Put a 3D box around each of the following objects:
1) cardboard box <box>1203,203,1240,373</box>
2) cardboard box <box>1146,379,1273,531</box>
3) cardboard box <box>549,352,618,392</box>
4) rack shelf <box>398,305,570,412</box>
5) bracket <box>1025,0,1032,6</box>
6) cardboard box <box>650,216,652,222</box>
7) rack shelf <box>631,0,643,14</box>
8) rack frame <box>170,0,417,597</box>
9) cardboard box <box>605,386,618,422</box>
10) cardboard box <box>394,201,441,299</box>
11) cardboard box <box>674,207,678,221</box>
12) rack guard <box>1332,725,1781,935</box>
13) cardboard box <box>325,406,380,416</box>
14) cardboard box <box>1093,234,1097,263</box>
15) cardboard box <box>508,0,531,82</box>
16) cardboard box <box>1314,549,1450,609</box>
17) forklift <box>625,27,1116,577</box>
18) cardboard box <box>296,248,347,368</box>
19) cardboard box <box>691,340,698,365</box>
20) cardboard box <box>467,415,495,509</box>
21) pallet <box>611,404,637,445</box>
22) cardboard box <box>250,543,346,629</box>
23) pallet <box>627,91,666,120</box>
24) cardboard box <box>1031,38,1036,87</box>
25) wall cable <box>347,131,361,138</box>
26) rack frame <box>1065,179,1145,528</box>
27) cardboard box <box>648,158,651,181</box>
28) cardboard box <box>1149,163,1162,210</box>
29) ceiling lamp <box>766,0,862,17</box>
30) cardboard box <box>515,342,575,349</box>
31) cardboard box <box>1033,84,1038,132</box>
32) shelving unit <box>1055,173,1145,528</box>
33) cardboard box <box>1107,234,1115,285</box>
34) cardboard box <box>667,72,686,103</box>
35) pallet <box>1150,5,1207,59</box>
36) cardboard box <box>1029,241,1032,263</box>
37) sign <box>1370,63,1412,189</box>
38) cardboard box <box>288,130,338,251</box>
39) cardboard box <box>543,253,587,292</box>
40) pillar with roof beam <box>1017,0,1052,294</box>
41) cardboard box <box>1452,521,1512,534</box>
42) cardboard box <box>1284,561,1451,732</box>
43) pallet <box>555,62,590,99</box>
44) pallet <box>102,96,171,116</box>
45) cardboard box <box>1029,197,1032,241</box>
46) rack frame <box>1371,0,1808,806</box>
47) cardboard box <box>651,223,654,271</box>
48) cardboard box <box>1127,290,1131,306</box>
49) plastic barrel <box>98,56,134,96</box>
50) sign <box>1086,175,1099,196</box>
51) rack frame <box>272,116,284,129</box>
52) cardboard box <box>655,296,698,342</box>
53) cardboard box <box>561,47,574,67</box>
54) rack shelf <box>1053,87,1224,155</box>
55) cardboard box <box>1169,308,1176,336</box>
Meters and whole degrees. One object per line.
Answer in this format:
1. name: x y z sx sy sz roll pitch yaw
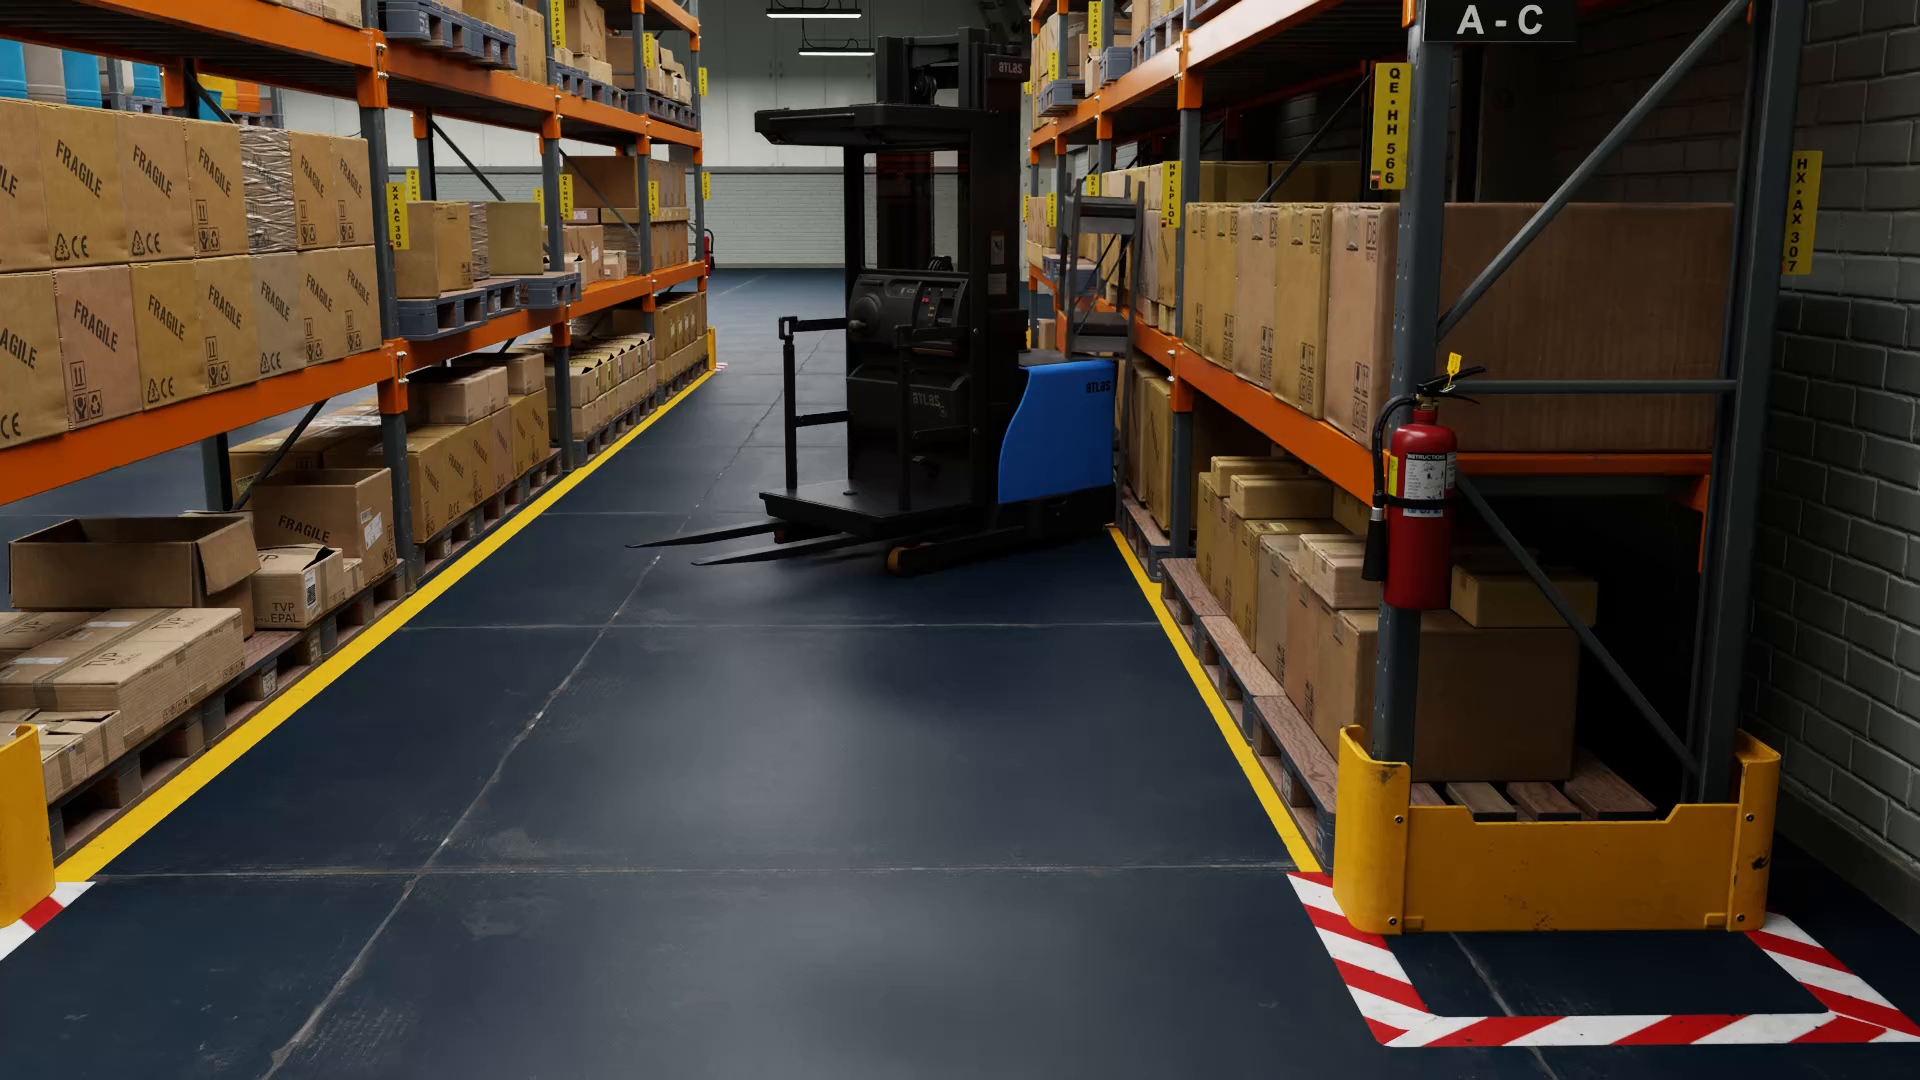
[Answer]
1. cardboard box: 1.609 -1.100 7.181 0.980 0.700 0.700 -1 11 -3
2. cardboard box: 1.461 -0.487 9.265 0.750 0.750 0.750 0 11 0
3. cardboard box: -3.175 -1.424 13.983 0.500 0.311 0.500 -1 11 -3
4. rack shelf: -3.389 -1.230 10.386 1.077 0.370 4.000 0 11 -1
5. bracket: 1.518 -11.654 35.817 0.235 0.232 0.430 0 11 -1
6. cardboard box: -3.338 -3.297 16.885 0.380 0.149 0.250 -1 11 -3
7. rack shelf: -3.472 -4.769 13.748 1.077 0.370 4.000 0 11 -1
8. rack frame: -3.348 -1.185 8.354 1.000 3.000 0.127 0 11 -1
9. cardboard box: -3.176 -1.147 14.026 0.500 0.250 0.500 -1 11 -3
10. cardboard box: -3.134 -1.535 8.771 0.700 0.500 0.500 -4 12 -20
11. cardboard box: -3.377 -3.657 18.657 0.380 0.149 0.250 0 11 1
12. rack guard: 1.688 0.819 4.764 1.175 0.500 0.348 0 11 -1
13. cardboard box: -3.669 -0.571 10.511 0.500 0.500 0.500 -1 11 -3
14. cardboard box: 1.463 -2.470 13.331 0.700 0.500 0.500 -1 12 -7
15. cardboard box: -3.377 -3.311 11.039 0.910 0.500 0.500 0 11 -1
16. cardboard box: 1.388 0.127 5.487 0.380 0.149 0.250 0 11 -2
17. forklift: -0.453 -1.350 9.343 3.031 2.935 1.130 -11 16 -43
18. cardboard box: -3.069 -1.033 7.355 0.500 0.500 0.500 0 11 0
19. cardboard box: -3.255 -2.124 18.845 0.500 0.250 0.500 0 11 -1
20. cardboard box: -3.139 -0.478 10.050 0.500 0.500 0.500 0 11 0
21. pallet: -3.431 -1.019 14.551 1.003 0.211 1.213 0 11 -1
22. cardboard box: -3.037 0.179 7.291 0.500 0.311 0.500 0 11 -1
23. pallet: -3.557 -4.371 16.739 1.003 0.211 1.213 0 11 -1
24. cardboard box: 1.081 -5.433 18.932 0.500 0.500 0.500 0 11 -2
25. wall cable: -19.124 -14.523 50.460 2.305 6.003 0.169 0 11 -1
26. rack frame: 0.831 -1.089 9.974 0.400 2.100 0.015 1 16 -4
27. cardboard box: -3.541 -3.648 16.984 0.700 0.500 0.500 0 11 -1
28. cardboard box: 1.338 -1.971 9.296 0.500 0.250 0.500 0 11 0
29. ceiling lamp: -3.075 -12.620 34.953 2.000 3.185 0.800 0 11 -1
30. cardboard box: -3.737 -1.622 14.961 0.500 0.311 0.500 -1 11 -3
31. cardboard box: 1.089 -4.946 19.046 0.500 0.500 0.500 1 11 3
32. shelving unit: 0.816 -1.158 10.207 0.431 2.100 0.503 1 16 -4
33. cardboard box: 1.277 -2.004 11.342 0.500 0.500 0.500 0 11 1
34. cardboard box: -3.297 -4.933 18.099 0.500 0.311 0.500 1 12 6
35. pallet: 1.536 -2.764 9.076 0.805 0.209 1.217 -1 11 -3
36. cardboard box: 1.074 -3.326 19.236 0.500 0.250 0.500 -1 11 -3
37. sign: 1.144 -1.095 4.403 0.100 0.325 0.005 0 11 -1
38. cardboard box: -3.065 -1.522 7.253 0.500 0.500 0.500 0 11 -2
39. cardboard box: -3.256 -2.115 13.163 0.500 0.311 0.500 0 11 -2
40. pillar with roof beam: -2.440 -9.956 36.501 9.100 9.000 0.548 0 11 -1
41. cardboard box: 1.759 0.026 5.988 0.380 0.149 0.250 0 11 -1
42. cardboard box: 1.562 0.370 5.920 0.700 0.500 0.500 0 11 -1
43. pallet: -3.534 -3.492 12.657 1.213 0.211 1.003 0 11 1
44. pallet: -8.578 -4.276 16.522 1.213 0.211 1.003 0 11 -1
45. cardboard box: 1.066 -3.701 19.196 0.500 0.500 0.500 0 11 -1
46. rack frame: 1.687 -0.411 4.539 1.000 3.000 0.127 0 11 -1
47. cardboard box: -3.546 -3.017 17.134 0.700 0.500 0.500 0 11 -2
48. cardboard box: 1.343 -1.668 11.320 0.380 0.149 0.250 0 11 -2
49. plastic barrel: -8.278 -4.572 16.171 0.421 0.512 0.421 0 11 0
50. sign: 0.979 -2.525 12.250 0.100 0.325 0.005 0 11 -1
51. rack frame: -8.548 -3.550 20.016 1.000 3.000 0.127 0 11 -1
52. cardboard box: -3.252 -2.492 18.770 0.500 0.500 0.500 0 11 -1
53. cardboard box: -3.535 -3.997 13.993 0.500 0.250 0.500 -1 12 -6
54. rack shelf: 1.480 -3.516 14.111 1.077 0.370 4.000 0 11 -1
55. cardboard box: 1.314 -1.159 8.807 0.380 0.149 0.250 0 11 -1
